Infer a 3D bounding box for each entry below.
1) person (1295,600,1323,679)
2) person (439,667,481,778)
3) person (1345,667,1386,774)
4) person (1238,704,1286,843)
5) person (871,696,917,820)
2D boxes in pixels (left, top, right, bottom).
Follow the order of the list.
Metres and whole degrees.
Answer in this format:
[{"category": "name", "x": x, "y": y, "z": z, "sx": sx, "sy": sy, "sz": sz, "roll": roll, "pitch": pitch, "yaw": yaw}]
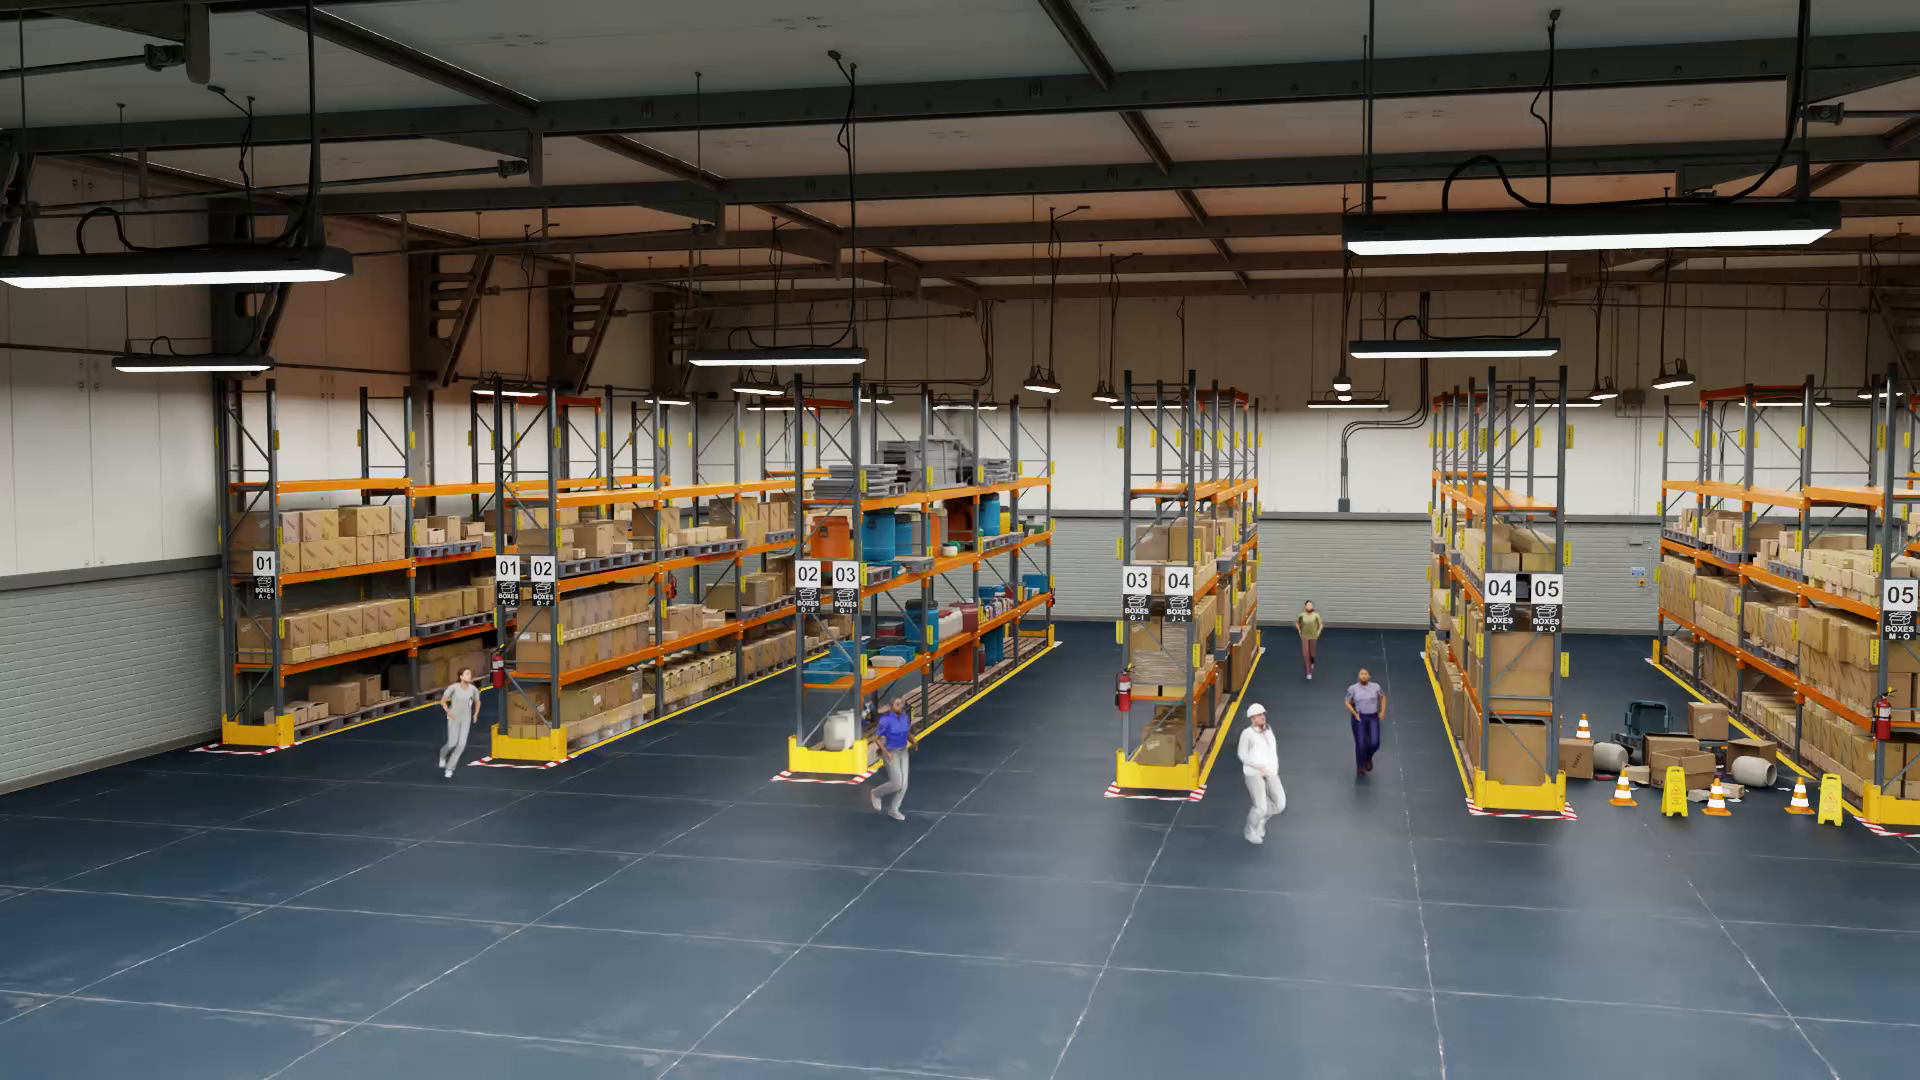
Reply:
[{"category": "person", "x": 7.367, "y": 2.092, "z": 35.130, "sx": 0.580, "sy": 1.638, "sz": 0.721, "roll": 1, "pitch": 4, "yaw": 13}, {"category": "person", "x": -7.509, "y": 2.711, "z": 25.009, "sx": 0.627, "sy": 1.619, "sz": 0.572, "roll": -2, "pitch": 4, "yaw": -36}, {"category": "person", "x": 6.065, "y": 2.717, "z": 24.844, "sx": 0.617, "sy": 1.598, "sz": 0.527, "roll": 0, "pitch": 3, "yaw": 7}, {"category": "person", "x": 3.759, "y": 2.897, "z": 20.639, "sx": 0.672, "sy": 1.731, "sz": 0.542, "roll": -2, "pitch": 4, "yaw": -34}, {"category": "person", "x": -0.852, "y": 2.885, "z": 22.074, "sx": 0.572, "sy": 1.619, "sz": 0.598, "roll": -3, "pitch": 5, "yaw": -43}]
